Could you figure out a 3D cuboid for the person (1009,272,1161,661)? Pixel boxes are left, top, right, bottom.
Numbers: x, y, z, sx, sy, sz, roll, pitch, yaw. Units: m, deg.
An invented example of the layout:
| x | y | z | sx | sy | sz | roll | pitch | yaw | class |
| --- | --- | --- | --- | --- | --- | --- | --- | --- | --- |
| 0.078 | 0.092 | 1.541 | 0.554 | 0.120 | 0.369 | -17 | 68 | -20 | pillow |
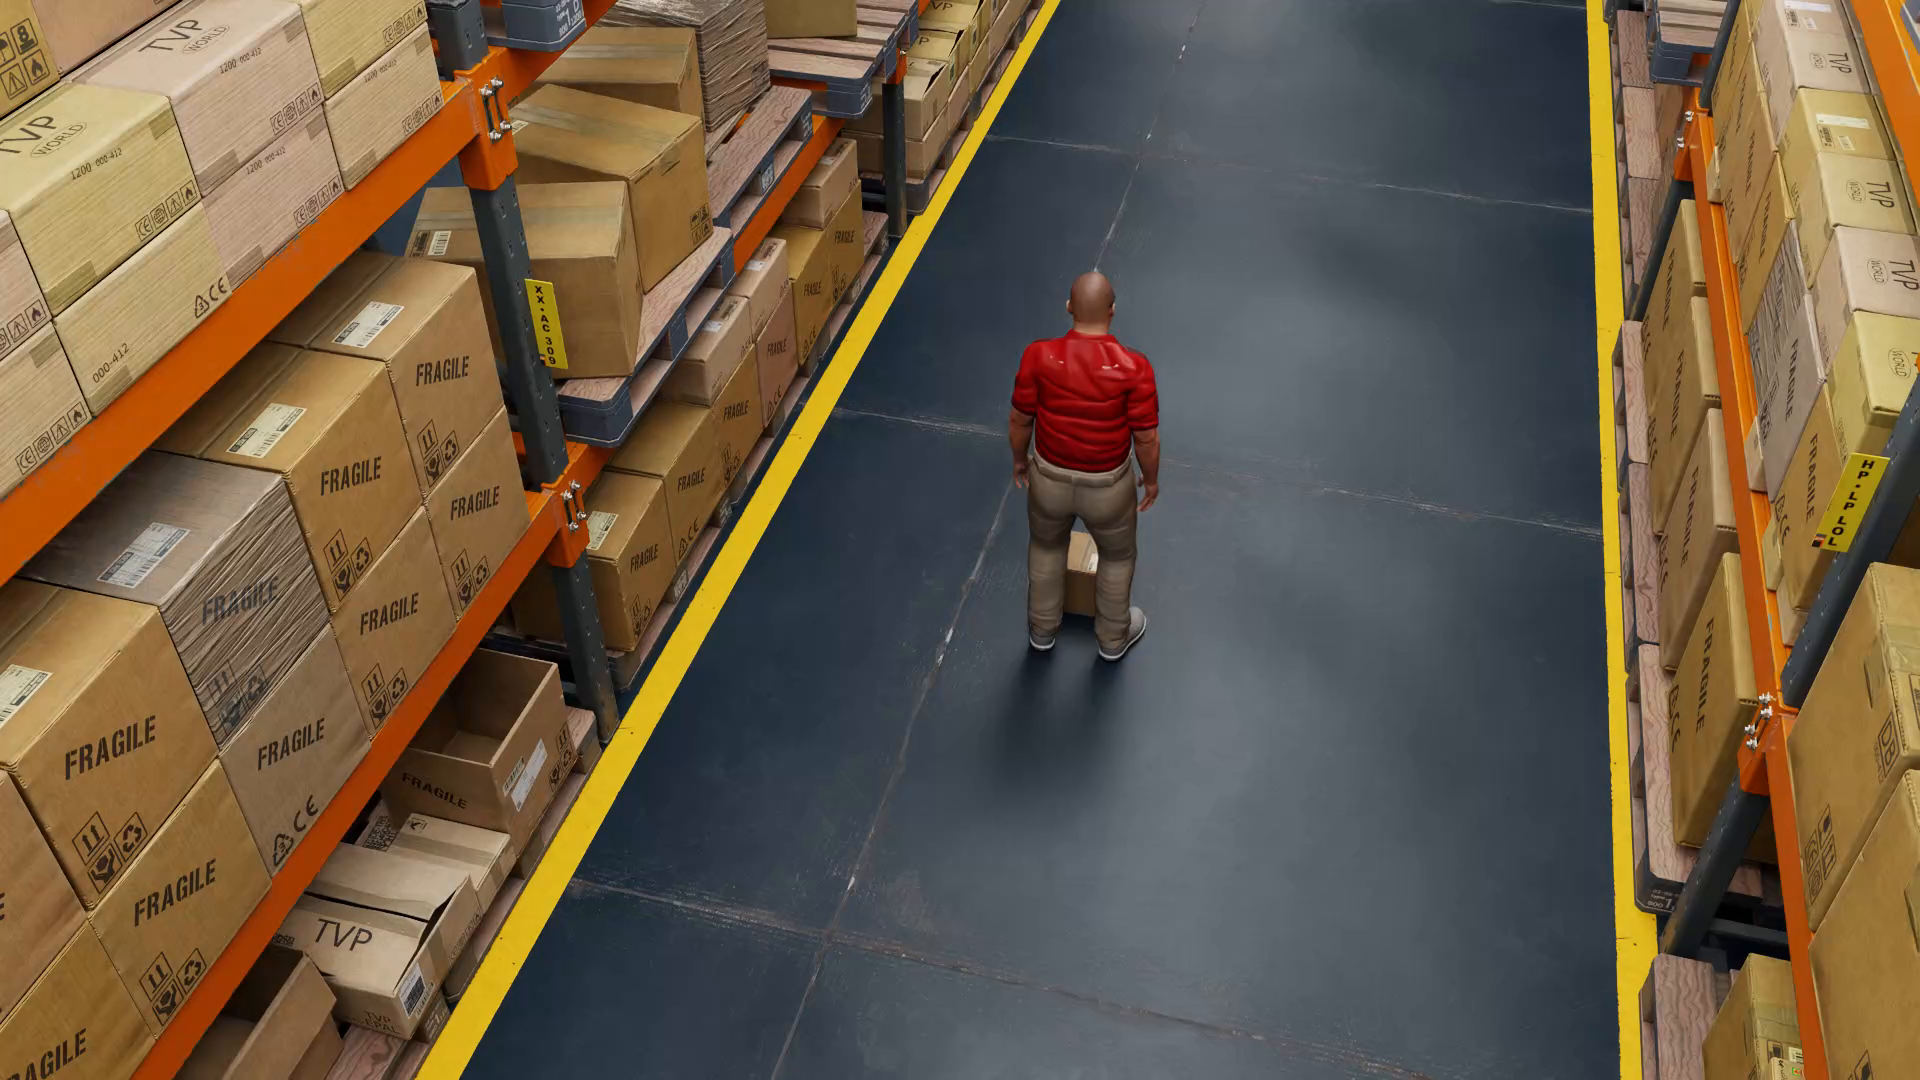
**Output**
| x | y | z | sx | sy | sz | roll | pitch | yaw | class |
| --- | --- | --- | --- | --- | --- | --- | --- | --- | --- |
| 0.482 | -0.252 | 6.461 | 0.587 | 1.727 | 0.394 | 10 | 42 | 12 | person |
